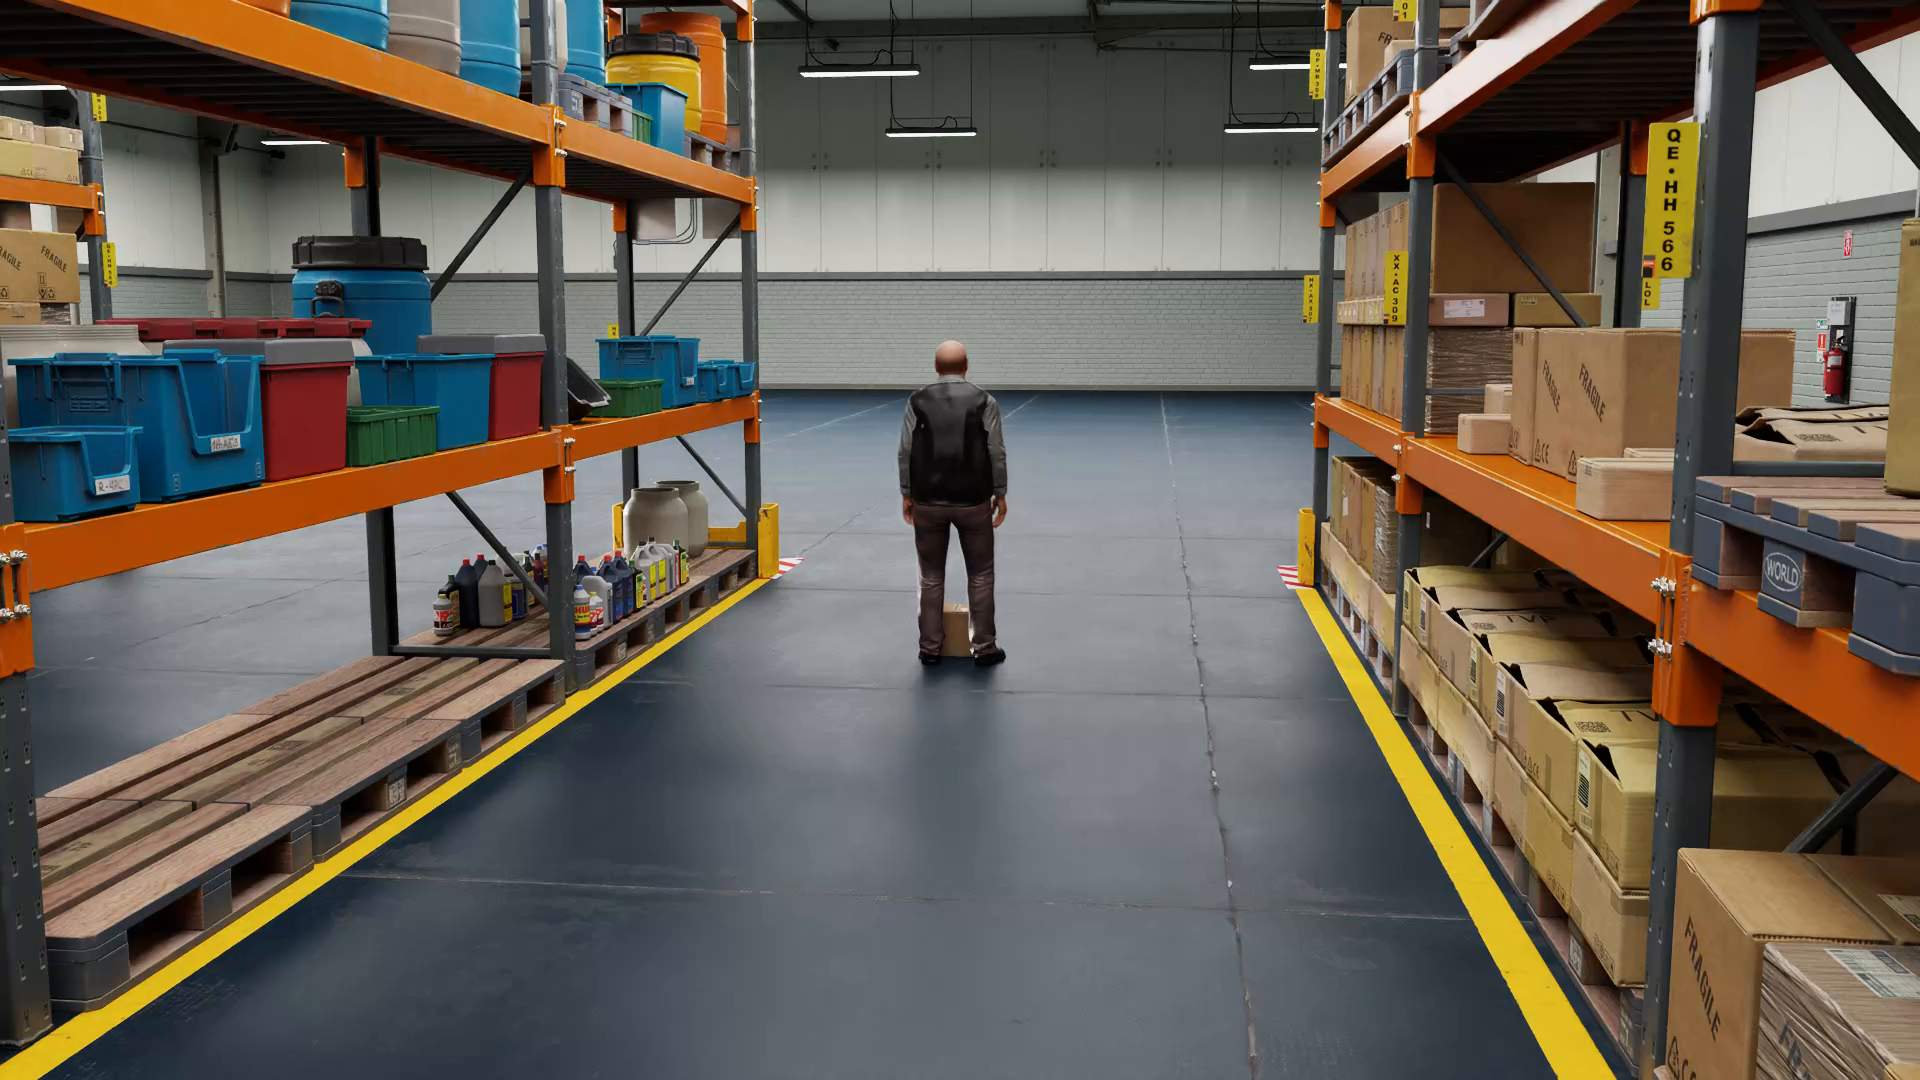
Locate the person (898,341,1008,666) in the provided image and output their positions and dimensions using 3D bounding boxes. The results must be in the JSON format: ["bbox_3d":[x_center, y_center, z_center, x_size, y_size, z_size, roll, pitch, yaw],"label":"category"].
[{"bbox_3d":[-0.037,-0.193,8.842,0.581,1.721,0.419,1,8,7],"label":"person"}]
